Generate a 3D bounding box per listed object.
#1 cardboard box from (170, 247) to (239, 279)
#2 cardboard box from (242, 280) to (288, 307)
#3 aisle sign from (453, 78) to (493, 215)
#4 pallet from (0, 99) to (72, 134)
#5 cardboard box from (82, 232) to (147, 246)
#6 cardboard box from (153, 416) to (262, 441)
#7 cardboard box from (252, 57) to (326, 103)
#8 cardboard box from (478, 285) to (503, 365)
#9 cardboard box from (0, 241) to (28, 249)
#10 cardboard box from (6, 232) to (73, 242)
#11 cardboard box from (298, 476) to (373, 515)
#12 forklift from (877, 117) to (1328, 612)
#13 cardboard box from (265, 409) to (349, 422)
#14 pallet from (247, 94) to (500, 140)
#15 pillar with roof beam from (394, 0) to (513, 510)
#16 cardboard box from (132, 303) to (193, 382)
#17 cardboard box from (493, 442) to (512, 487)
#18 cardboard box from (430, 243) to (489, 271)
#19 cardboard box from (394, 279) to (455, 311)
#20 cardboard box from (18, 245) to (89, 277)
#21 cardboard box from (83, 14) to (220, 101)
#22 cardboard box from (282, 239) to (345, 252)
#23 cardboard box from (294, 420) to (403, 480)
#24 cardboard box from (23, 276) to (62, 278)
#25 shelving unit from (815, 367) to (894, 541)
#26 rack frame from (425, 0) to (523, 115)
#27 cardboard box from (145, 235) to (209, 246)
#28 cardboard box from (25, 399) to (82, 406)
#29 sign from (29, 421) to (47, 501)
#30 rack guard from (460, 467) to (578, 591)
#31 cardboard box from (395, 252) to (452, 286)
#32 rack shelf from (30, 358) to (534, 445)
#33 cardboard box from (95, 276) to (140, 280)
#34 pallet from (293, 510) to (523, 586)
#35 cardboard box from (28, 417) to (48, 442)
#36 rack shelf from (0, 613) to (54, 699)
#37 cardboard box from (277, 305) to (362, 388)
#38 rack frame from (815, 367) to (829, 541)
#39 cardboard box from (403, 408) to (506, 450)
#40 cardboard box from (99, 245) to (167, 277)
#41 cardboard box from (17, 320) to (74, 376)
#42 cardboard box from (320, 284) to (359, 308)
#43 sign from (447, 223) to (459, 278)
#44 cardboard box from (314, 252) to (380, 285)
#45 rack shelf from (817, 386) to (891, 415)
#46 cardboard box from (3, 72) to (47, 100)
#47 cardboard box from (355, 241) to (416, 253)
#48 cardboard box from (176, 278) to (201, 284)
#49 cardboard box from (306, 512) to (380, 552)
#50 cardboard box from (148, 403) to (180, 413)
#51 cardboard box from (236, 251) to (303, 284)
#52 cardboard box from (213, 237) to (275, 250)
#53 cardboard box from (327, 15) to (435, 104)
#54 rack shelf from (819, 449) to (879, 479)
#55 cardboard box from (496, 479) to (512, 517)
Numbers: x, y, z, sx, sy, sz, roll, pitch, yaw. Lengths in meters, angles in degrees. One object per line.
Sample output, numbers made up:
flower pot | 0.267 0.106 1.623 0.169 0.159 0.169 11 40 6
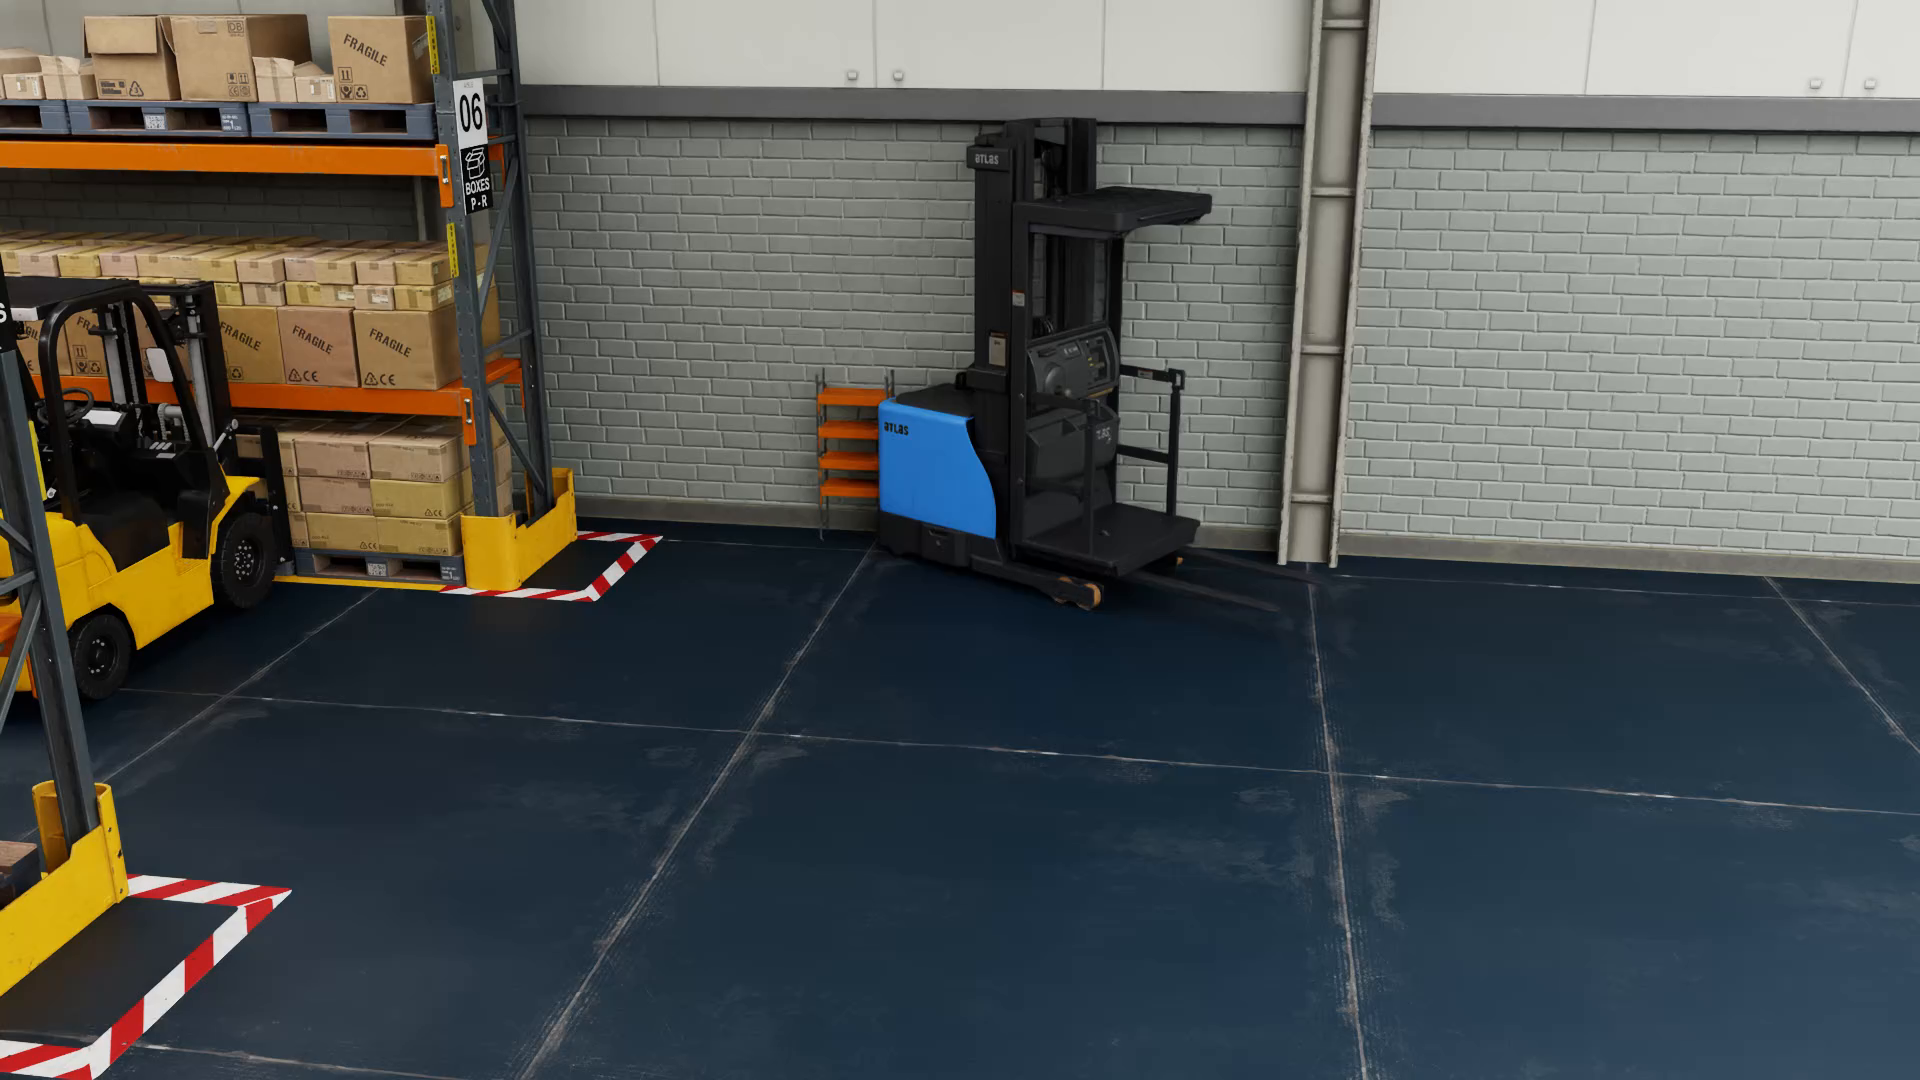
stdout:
cardboard box | -4.904 -1.803 10.814 0.250 0.149 0.380 3 19 9
cardboard box | -4.405 -1.614 10.720 0.250 0.149 0.380 2 19 7
aisle sign | -2.983 -2.417 10.201 0.004 0.787 0.394 3 19 9
pallet | -6.104 -2.826 10.934 1.213 0.211 1.003 3 19 9
cardboard box | -5.826 -2.027 11.486 0.250 0.149 0.380 3 19 8
cardboard box | -5.009 -0.648 11.108 0.500 0.250 0.500 3 19 8
cardboard box | -4.118 -2.844 10.240 0.258 0.266 0.396 3 19 9
cardboard box | -3.446 -1.438 11.217 0.500 0.500 0.500 4 19 10
cardboard box | -6.407 -1.888 11.070 0.250 0.149 0.380 3 19 9
cardboard box | -6.346 -2.029 11.493 0.250 0.149 0.380 2 19 7
cardboard box | -4.025 -0.367 11.055 0.500 0.250 0.500 3 19 8
forklift | 0.897 -1.139 10.589 3.031 2.935 1.130 14 23 36
cardboard box | -4.432 -0.784 11.516 0.500 0.250 0.500 3 19 8
pallet | -3.695 -2.703 10.567 1.213 0.211 1.003 3 19 9
pillar with roof beam | -4.228 -3.093 6.864 0.400 9.000 9.100 3 19 9
cardboard box | -5.044 -1.346 10.940 0.500 0.500 0.500 3 19 9
cardboard box | -3.432 -0.500 11.454 0.500 0.250 0.500 3 19 10
cardboard box | -3.299 -1.859 10.983 0.250 0.149 0.380 3 19 8
cardboard box | -3.388 -1.564 10.569 0.250 0.149 0.380 3 19 9
cardboard box | -5.919 -1.827 10.889 0.250 0.149 0.380 3 19 10
cardboard box | -5.044 -3.067 10.534 0.637 0.503 0.797 4 19 10
cardboard box | -4.321 -1.914 11.148 0.250 0.149 0.380 4 19 10
cardboard box | -4.010 -0.598 10.958 0.500 0.250 0.500 3 19 10
cardboard box | -5.928 -1.684 10.930 0.250 0.149 0.380 3 19 10
shelving unit | -0.728 -0.591 11.678 0.503 1.200 0.258 3 19 8
rack frame | -3.001 -4.124 9.947 0.127 3.000 1.000 3 19 9
cardboard box | -5.328 -1.980 11.346 0.250 0.149 0.380 3 19 8
cardboard box | -6.434 -0.886 11.818 0.500 0.250 0.500 3 19 10
sign | -3.699 -0.304 6.621 0.005 0.325 0.100 3 19 9
rack guard | -2.977 -0.092 11.292 0.348 0.500 1.175 3 19 9
cardboard box | -3.388 -1.727 10.589 0.250 0.149 0.380 3 19 9
rack shelf | -4.976 -1.039 11.313 4.000 0.370 1.077 3 19 9
cardboard box | -5.418 -1.664 10.868 0.250 0.149 0.380 2 19 7
pallet | -3.763 0.018 11.417 1.213 0.211 1.003 3 19 9
cardboard box | -6.019 -0.698 11.258 0.500 0.250 0.500 3 19 9
rack shelf | -5.759 0.517 6.665 4.000 0.370 1.077 3 19 9
cardboard box | -4.039 -1.298 10.798 0.500 0.500 0.500 4 19 10
rack frame | -0.969 -0.603 11.713 0.015 1.200 0.240 3 19 8
cardboard box | -3.446 -0.732 11.359 0.500 0.250 0.500 3 19 8
cardboard box | -5.398 -1.827 10.889 0.250 0.149 0.380 3 19 8
cardboard box | -6.037 -1.403 11.110 0.500 0.500 0.500 3 19 10
cardboard box | -3.891 -1.600 10.677 0.250 0.149 0.380 3 19 10
sign | -3.101 -1.771 10.171 0.005 0.325 0.100 3 19 9
cardboard box | -3.899 -1.735 10.611 0.250 0.149 0.380 3 19 10
rack shelf | -0.727 -0.964 11.554 0.480 0.148 0.258 3 19 8
cardboard box | -5.797 -2.874 10.514 0.250 0.149 0.380 3 19 10
cardboard box | -3.815 -1.892 11.080 0.250 0.149 0.380 3 19 10
cardboard box | -4.891 -1.661 10.862 0.250 0.149 0.380 3 19 8
cardboard box | -4.005 -0.127 11.127 0.500 0.250 0.500 3 19 9
cardboard box | -5.434 -0.835 11.667 0.500 0.250 0.500 3 19 9
cardboard box | -4.408 -1.749 10.653 0.250 0.149 0.380 3 19 10
cardboard box | -4.821 -1.946 11.242 0.250 0.149 0.380 3 19 9
cardboard box | -3.477 -2.941 10.163 0.500 0.500 0.500 4 19 10
rack shelf | -0.728 -0.527 11.699 0.480 0.148 0.258 3 19 8
cardboard box | -3.455 -0.260 11.525 0.500 0.250 0.500 3 19 9
